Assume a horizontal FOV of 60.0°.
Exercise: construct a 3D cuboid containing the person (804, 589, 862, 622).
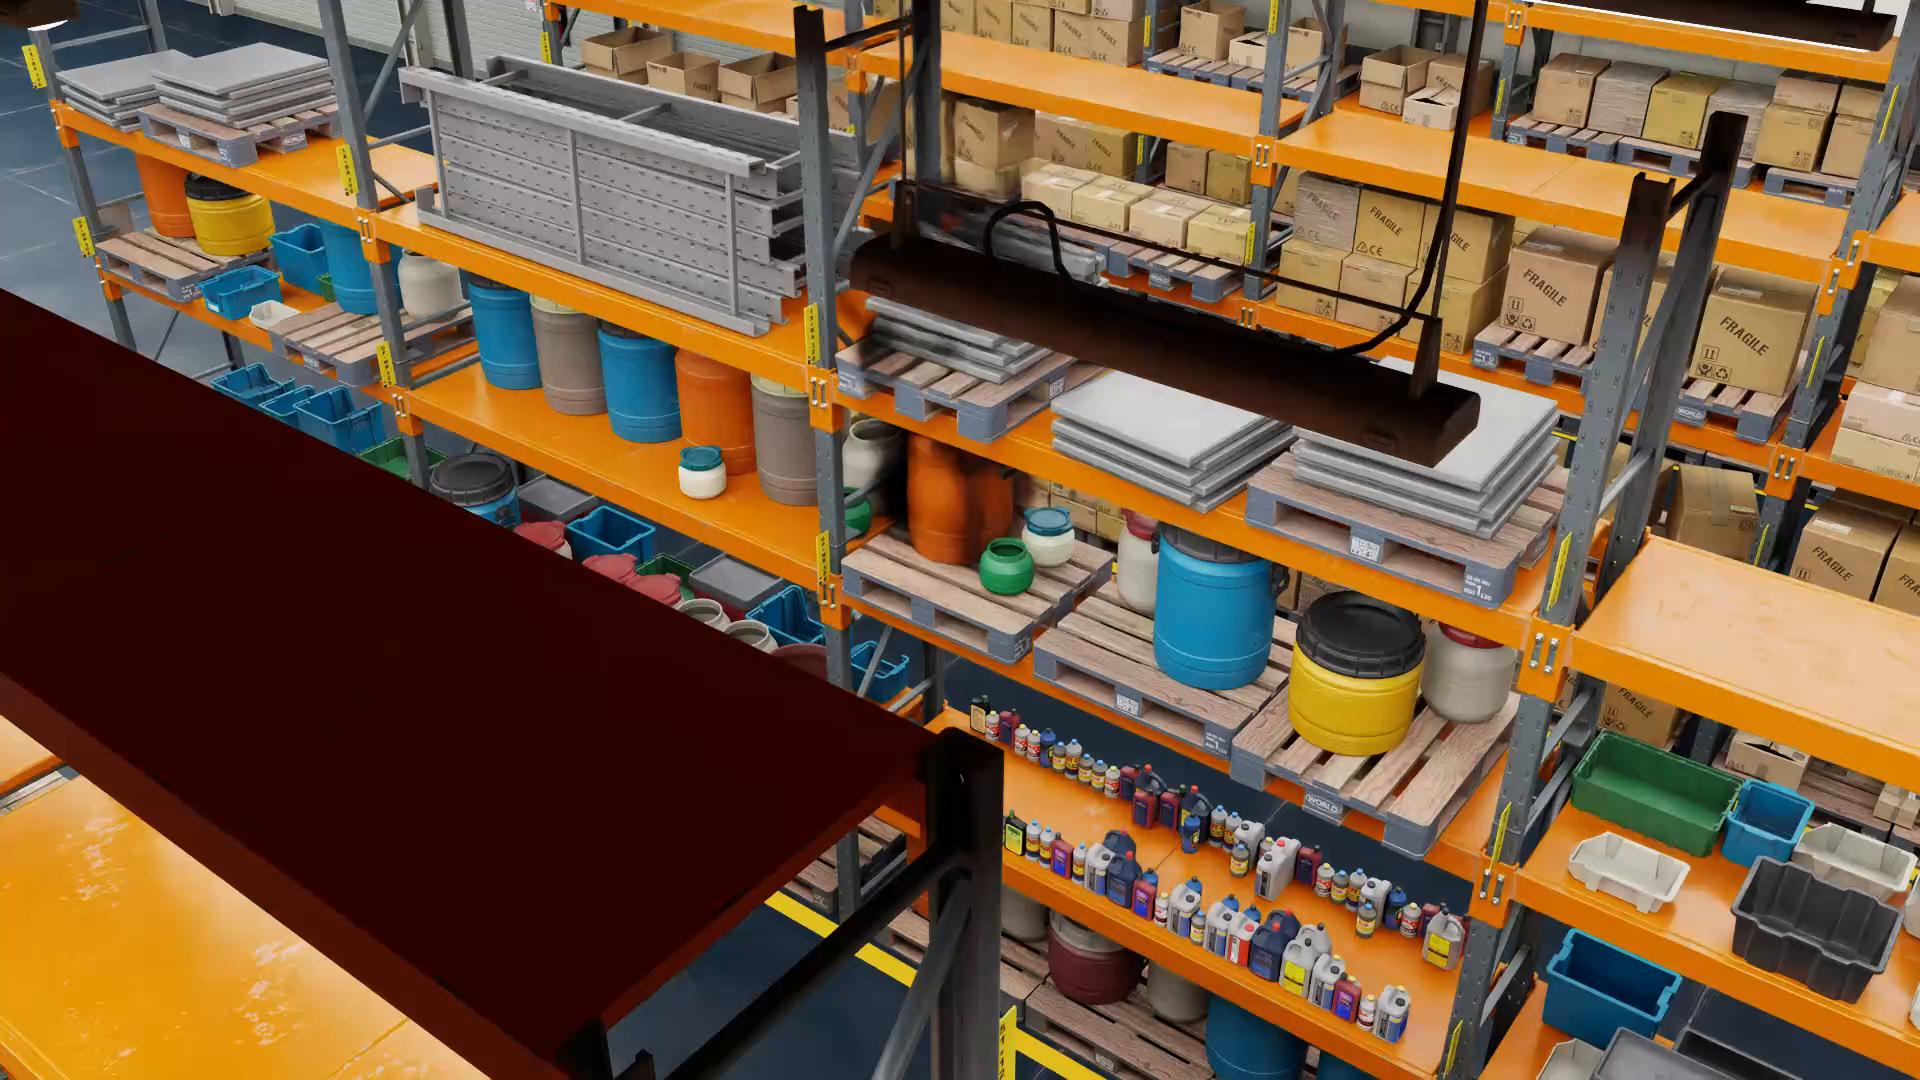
[{"bbox_3d":[-1.118,-0.075,13.243,0.728,1.767,0.585,21,37,31],"label":"person"}]
